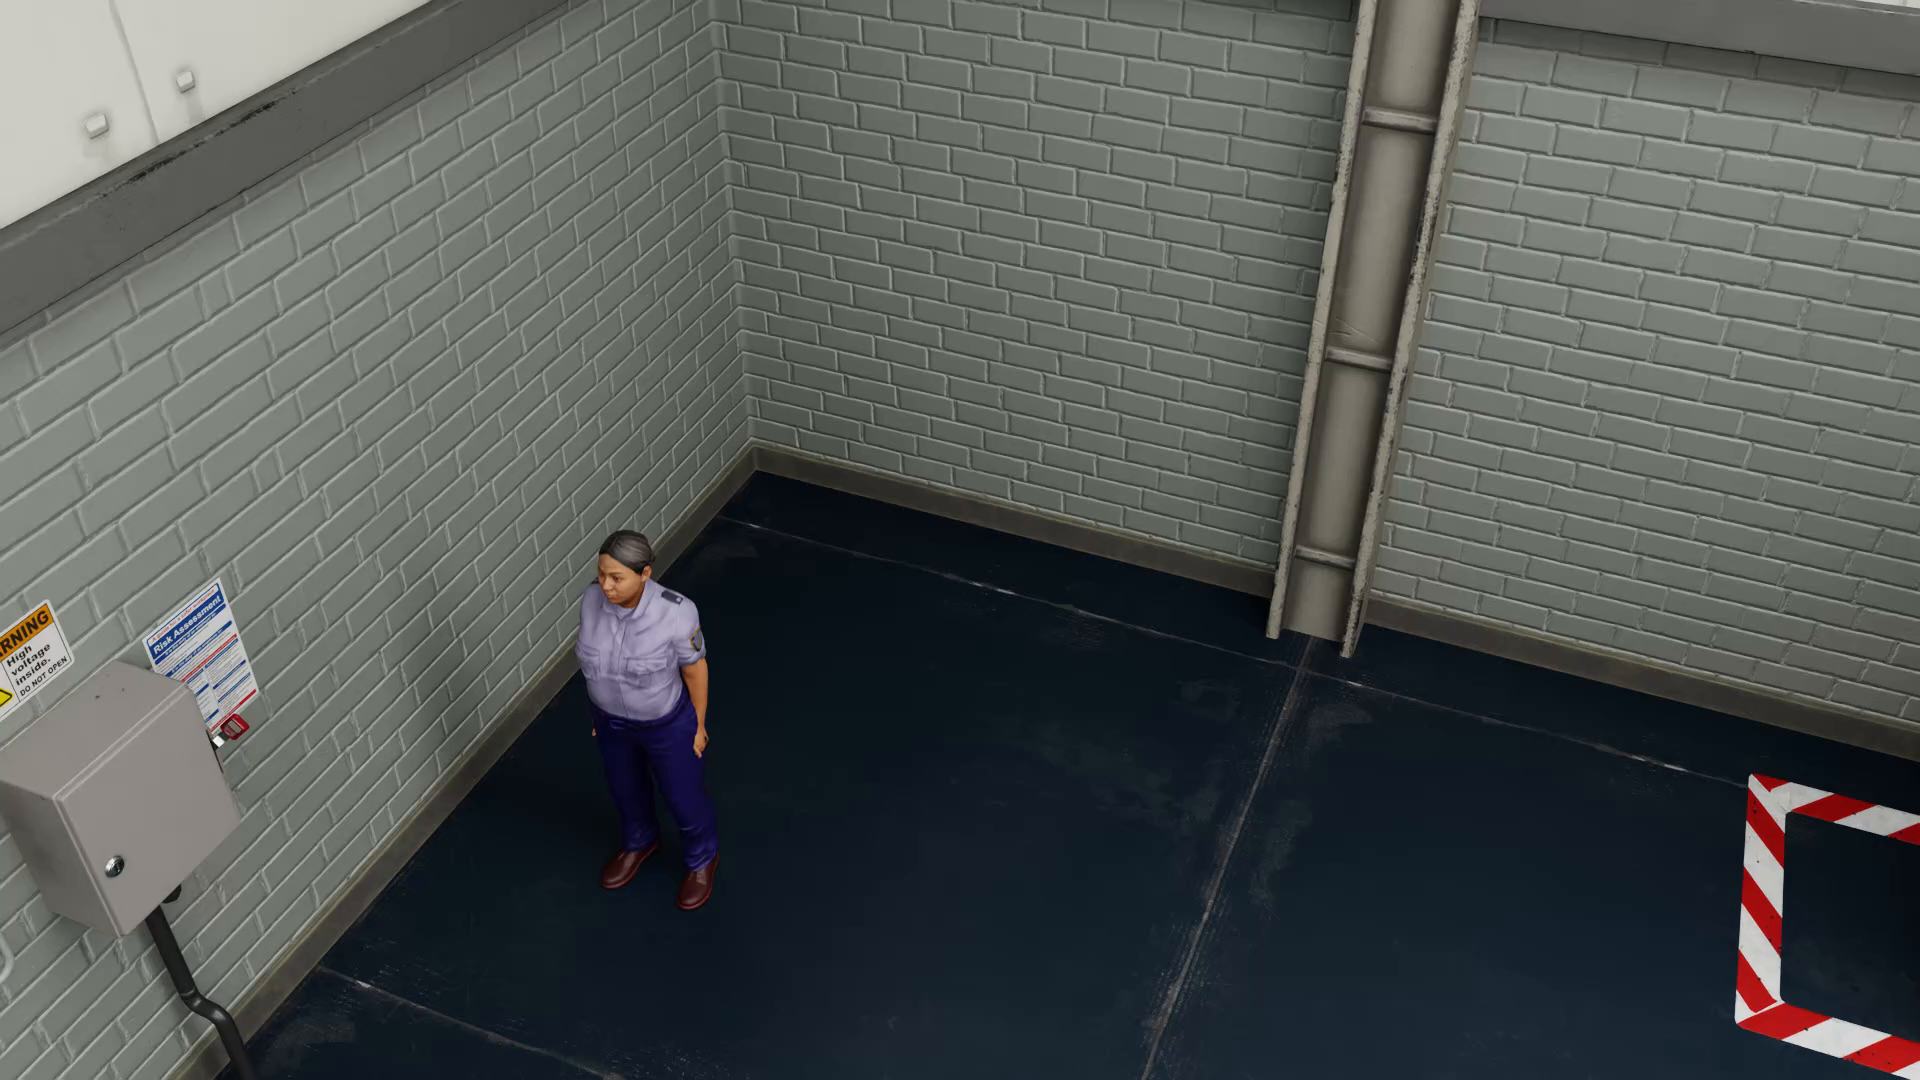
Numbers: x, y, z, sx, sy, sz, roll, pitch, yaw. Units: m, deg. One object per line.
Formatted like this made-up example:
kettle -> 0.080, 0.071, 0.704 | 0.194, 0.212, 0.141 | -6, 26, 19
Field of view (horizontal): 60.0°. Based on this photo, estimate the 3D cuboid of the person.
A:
person -> -1.136, 0.651, 5.999 | 0.481, 1.639, 0.347 | 12, 39, 14
